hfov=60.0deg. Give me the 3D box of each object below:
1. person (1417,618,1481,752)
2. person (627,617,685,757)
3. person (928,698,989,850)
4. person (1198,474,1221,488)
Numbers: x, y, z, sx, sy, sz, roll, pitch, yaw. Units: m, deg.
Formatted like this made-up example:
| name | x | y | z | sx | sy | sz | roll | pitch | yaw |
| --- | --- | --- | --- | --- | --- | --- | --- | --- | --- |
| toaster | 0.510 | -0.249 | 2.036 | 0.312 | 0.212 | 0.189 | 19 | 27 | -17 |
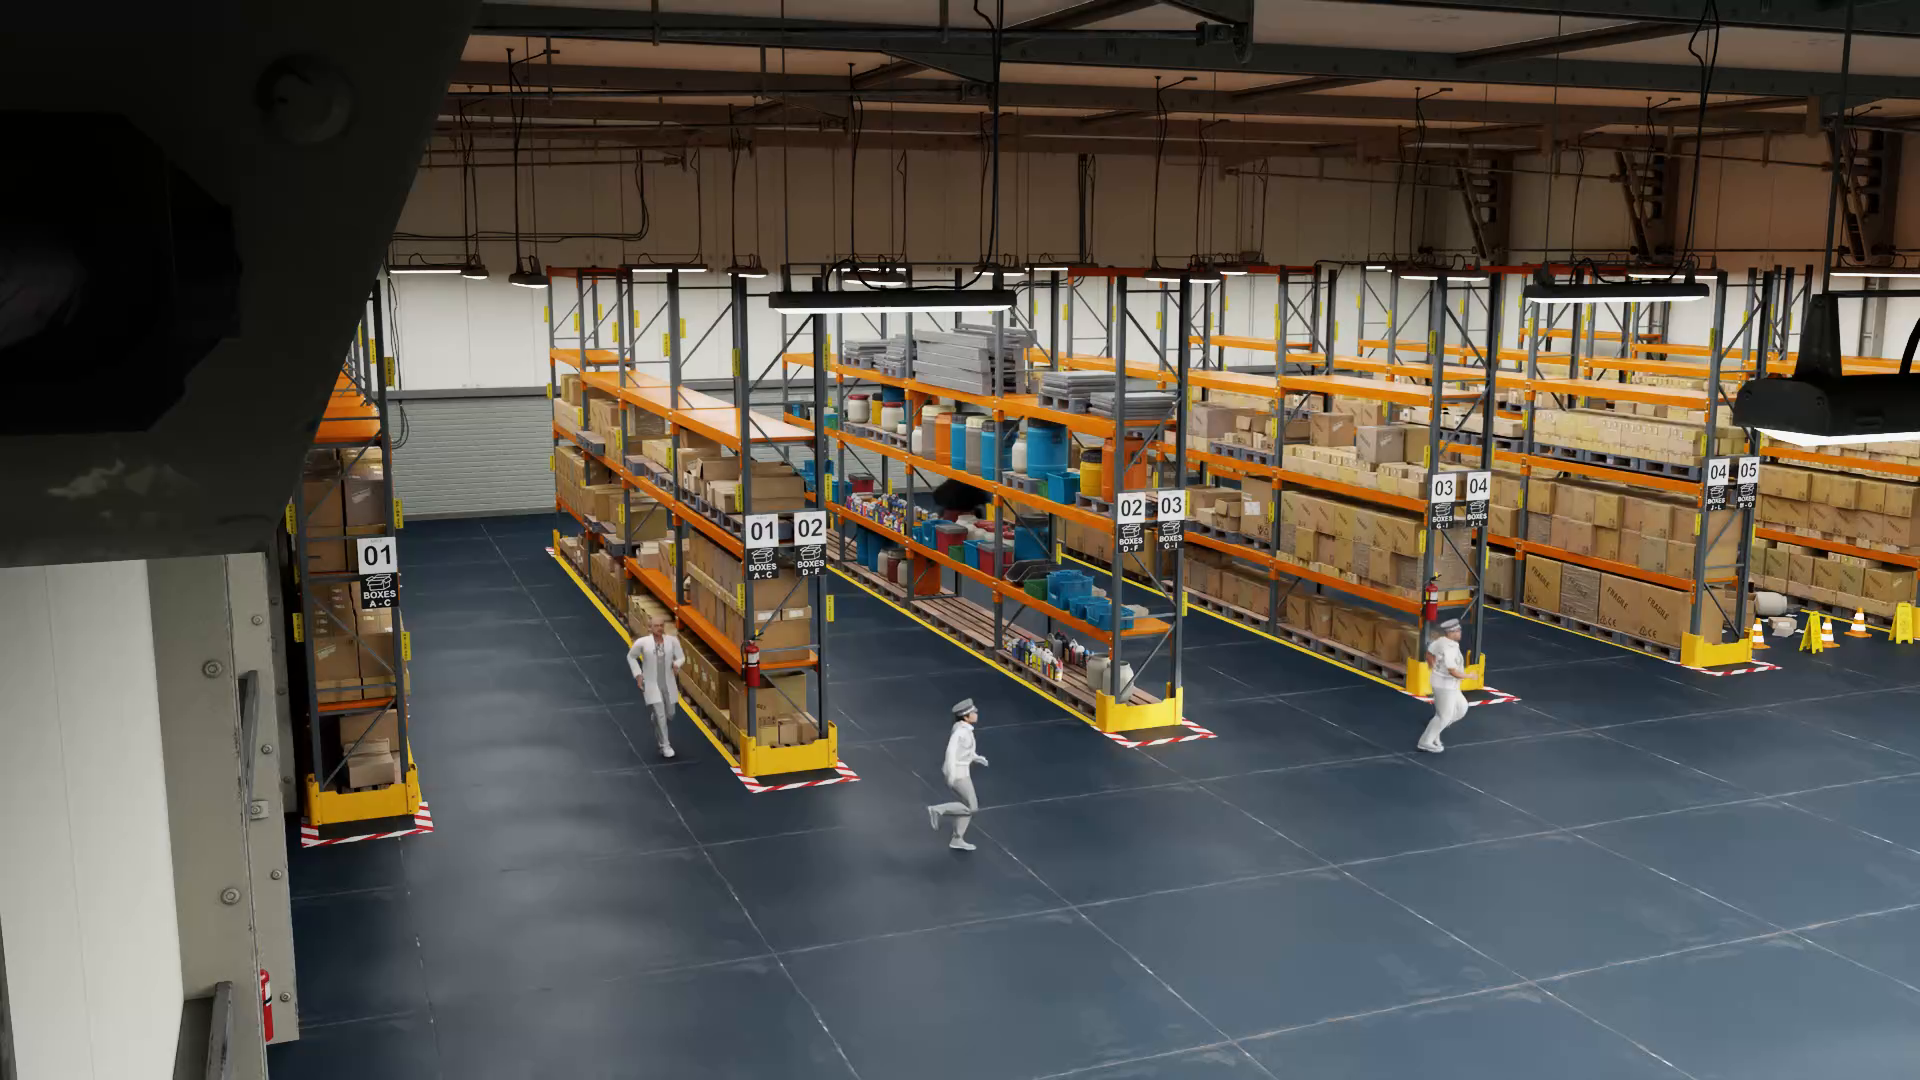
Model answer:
| name | x | y | z | sx | sy | sz | roll | pitch | yaw |
| --- | --- | --- | --- | --- | --- | --- | --- | --- | --- |
| person | 6.209 | 1.832 | 21.080 | 0.730 | 1.733 | 0.641 | 2 | 10 | 9 |
| person | -3.834 | 1.824 | 21.100 | 0.711 | 1.750 | 0.884 | -5 | 11 | -26 |
| person | -0.016 | 2.502 | 17.695 | 0.647 | 1.650 | 0.653 | 0 | 10 | -1 |
| person | 6.210 | -1.729 | 41.487 | 0.911 | 1.737 | 0.718 | 2 | 10 | 10 |
